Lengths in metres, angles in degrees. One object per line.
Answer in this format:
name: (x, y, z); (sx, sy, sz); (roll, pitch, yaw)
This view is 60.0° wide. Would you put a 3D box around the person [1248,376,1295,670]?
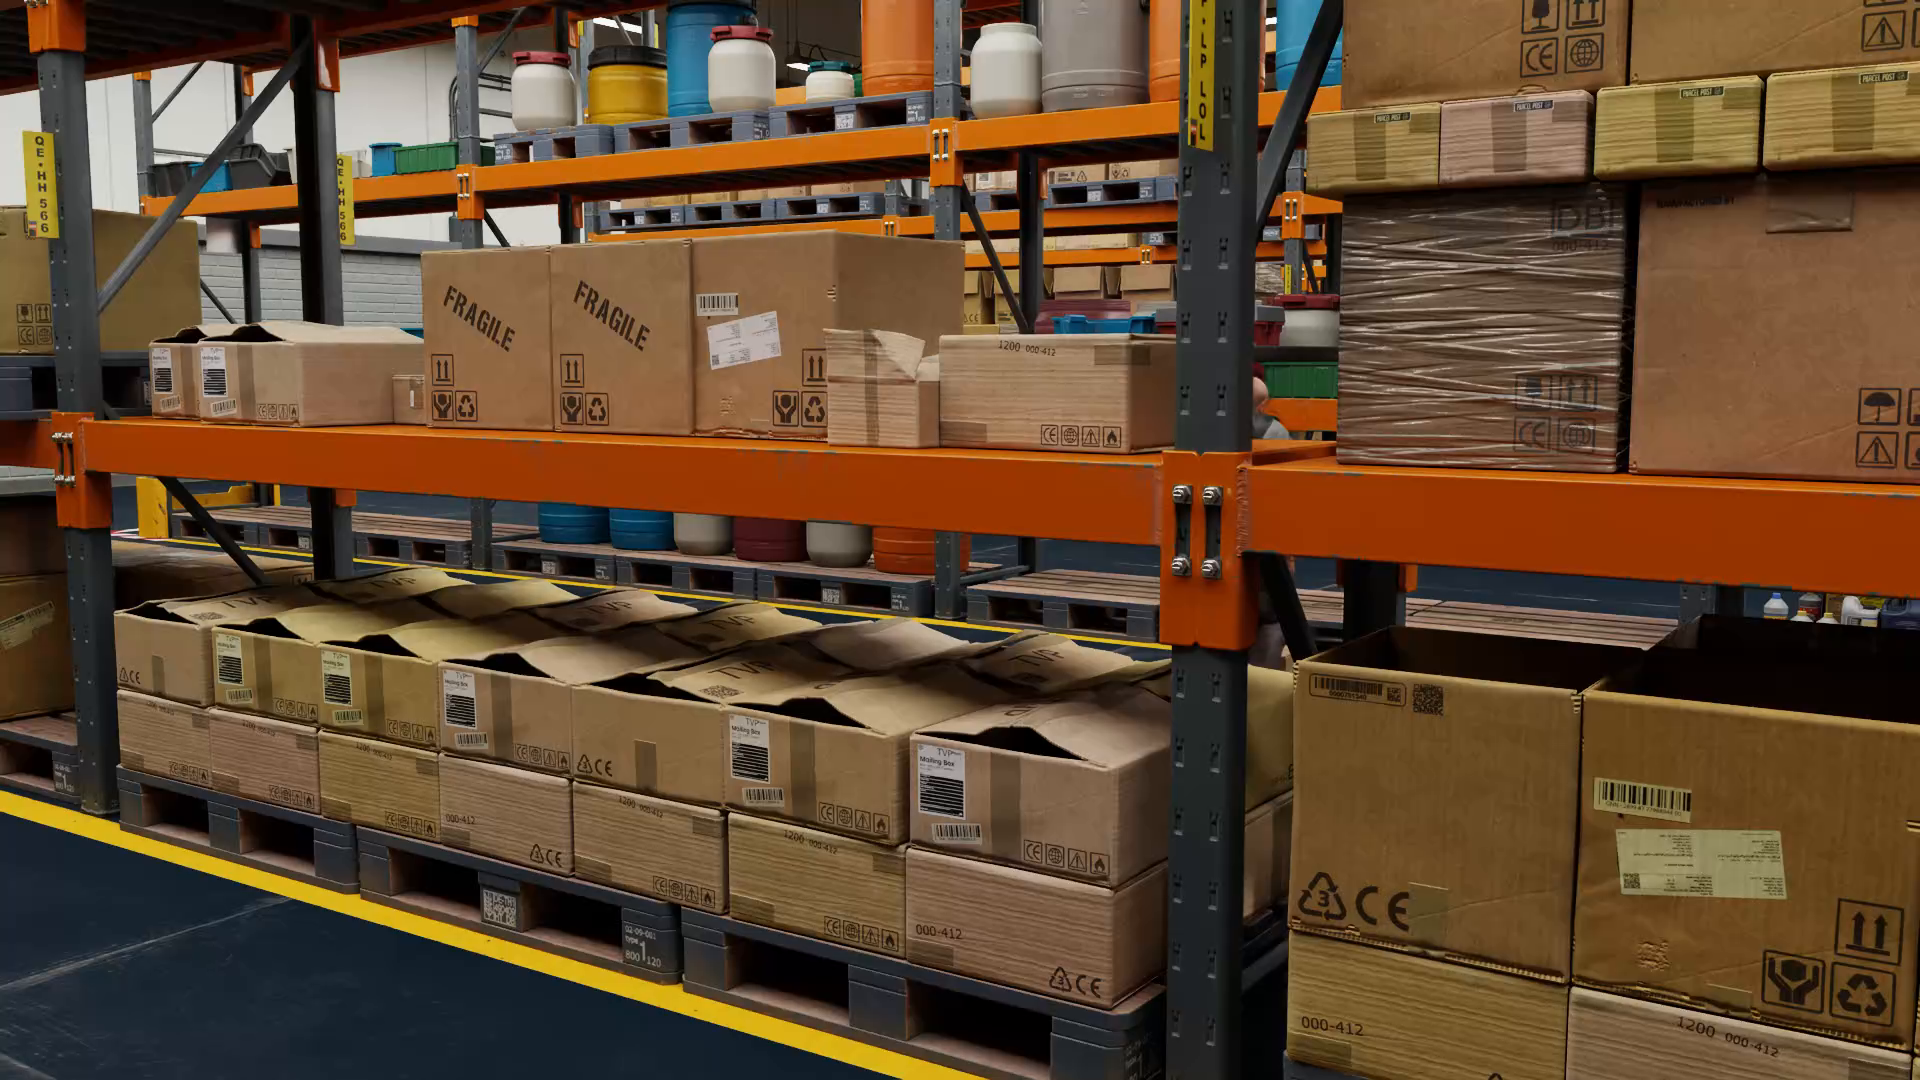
person: (1.069, 0.048, 6.801); (0.591, 1.433, 0.690); (4, 8, 34)
